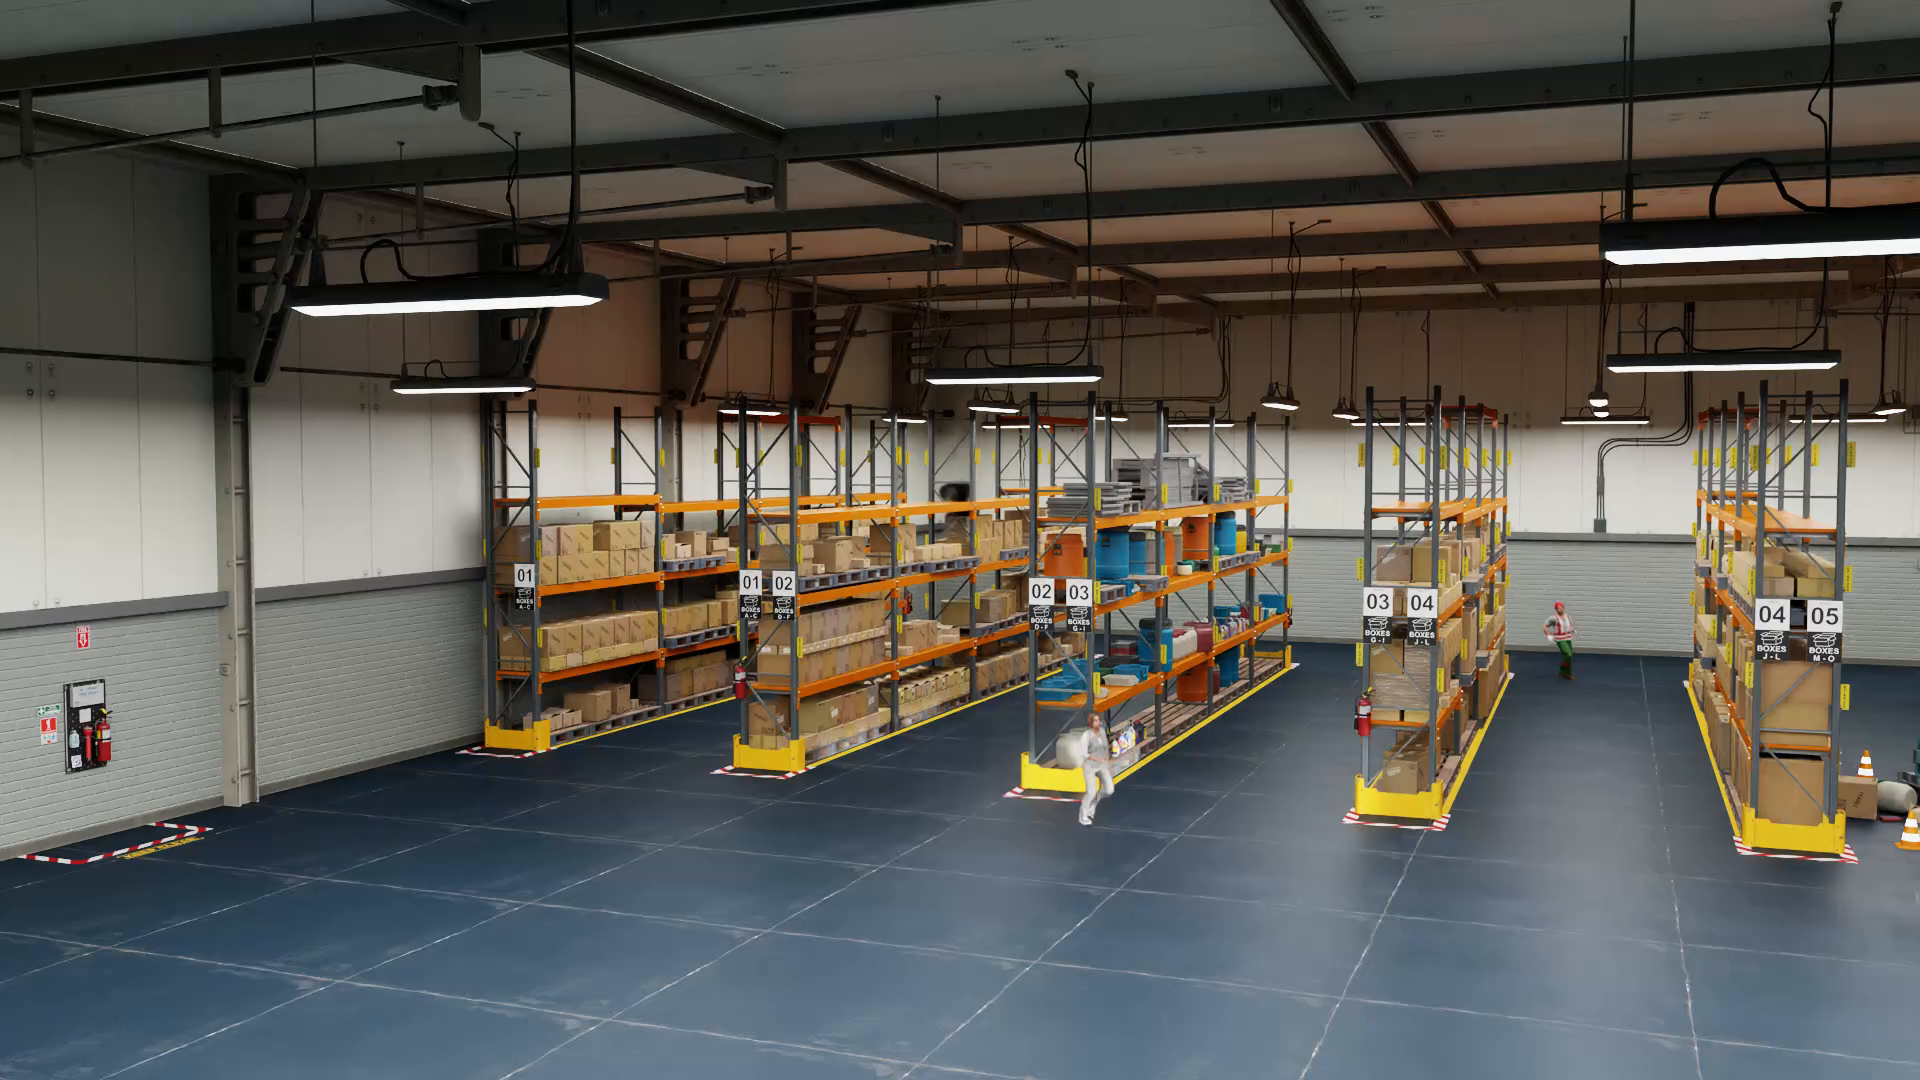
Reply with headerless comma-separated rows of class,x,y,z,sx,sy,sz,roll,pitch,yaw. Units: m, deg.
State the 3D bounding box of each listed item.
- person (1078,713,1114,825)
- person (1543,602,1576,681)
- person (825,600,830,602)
person,1.865,3.113,22.525,0.569,1.543,0.679,-2,3,-30
person,13.585,2.285,37.511,0.715,1.778,0.657,-1,3,-18
person,-2.716,2.181,34.190,0.685,1.884,0.764,1,3,12
